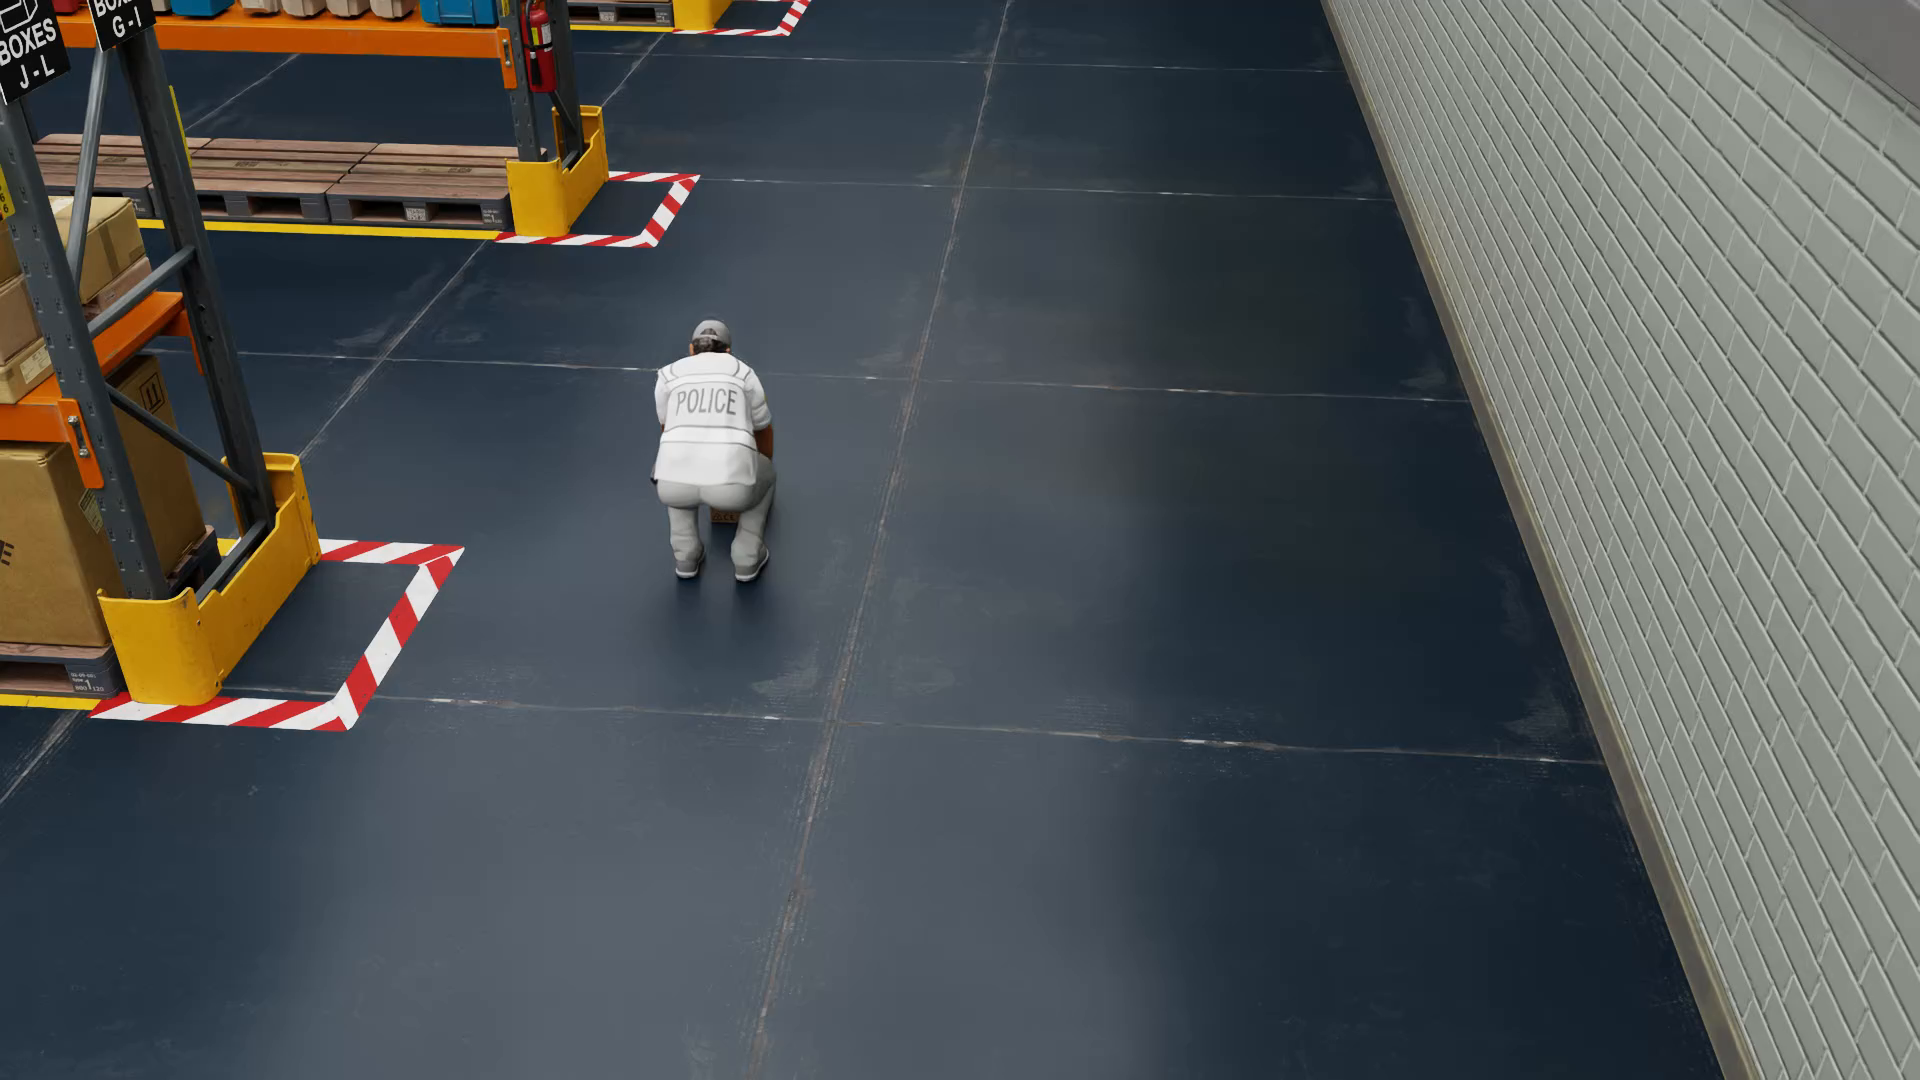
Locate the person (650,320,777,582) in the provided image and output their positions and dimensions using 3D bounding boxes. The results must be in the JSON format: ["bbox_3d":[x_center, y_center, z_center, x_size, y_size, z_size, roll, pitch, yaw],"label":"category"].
[{"bbox_3d":[-1.094,-0.365,7.331,0.527,1.016,0.844,2,32,4],"label":"person"}]
